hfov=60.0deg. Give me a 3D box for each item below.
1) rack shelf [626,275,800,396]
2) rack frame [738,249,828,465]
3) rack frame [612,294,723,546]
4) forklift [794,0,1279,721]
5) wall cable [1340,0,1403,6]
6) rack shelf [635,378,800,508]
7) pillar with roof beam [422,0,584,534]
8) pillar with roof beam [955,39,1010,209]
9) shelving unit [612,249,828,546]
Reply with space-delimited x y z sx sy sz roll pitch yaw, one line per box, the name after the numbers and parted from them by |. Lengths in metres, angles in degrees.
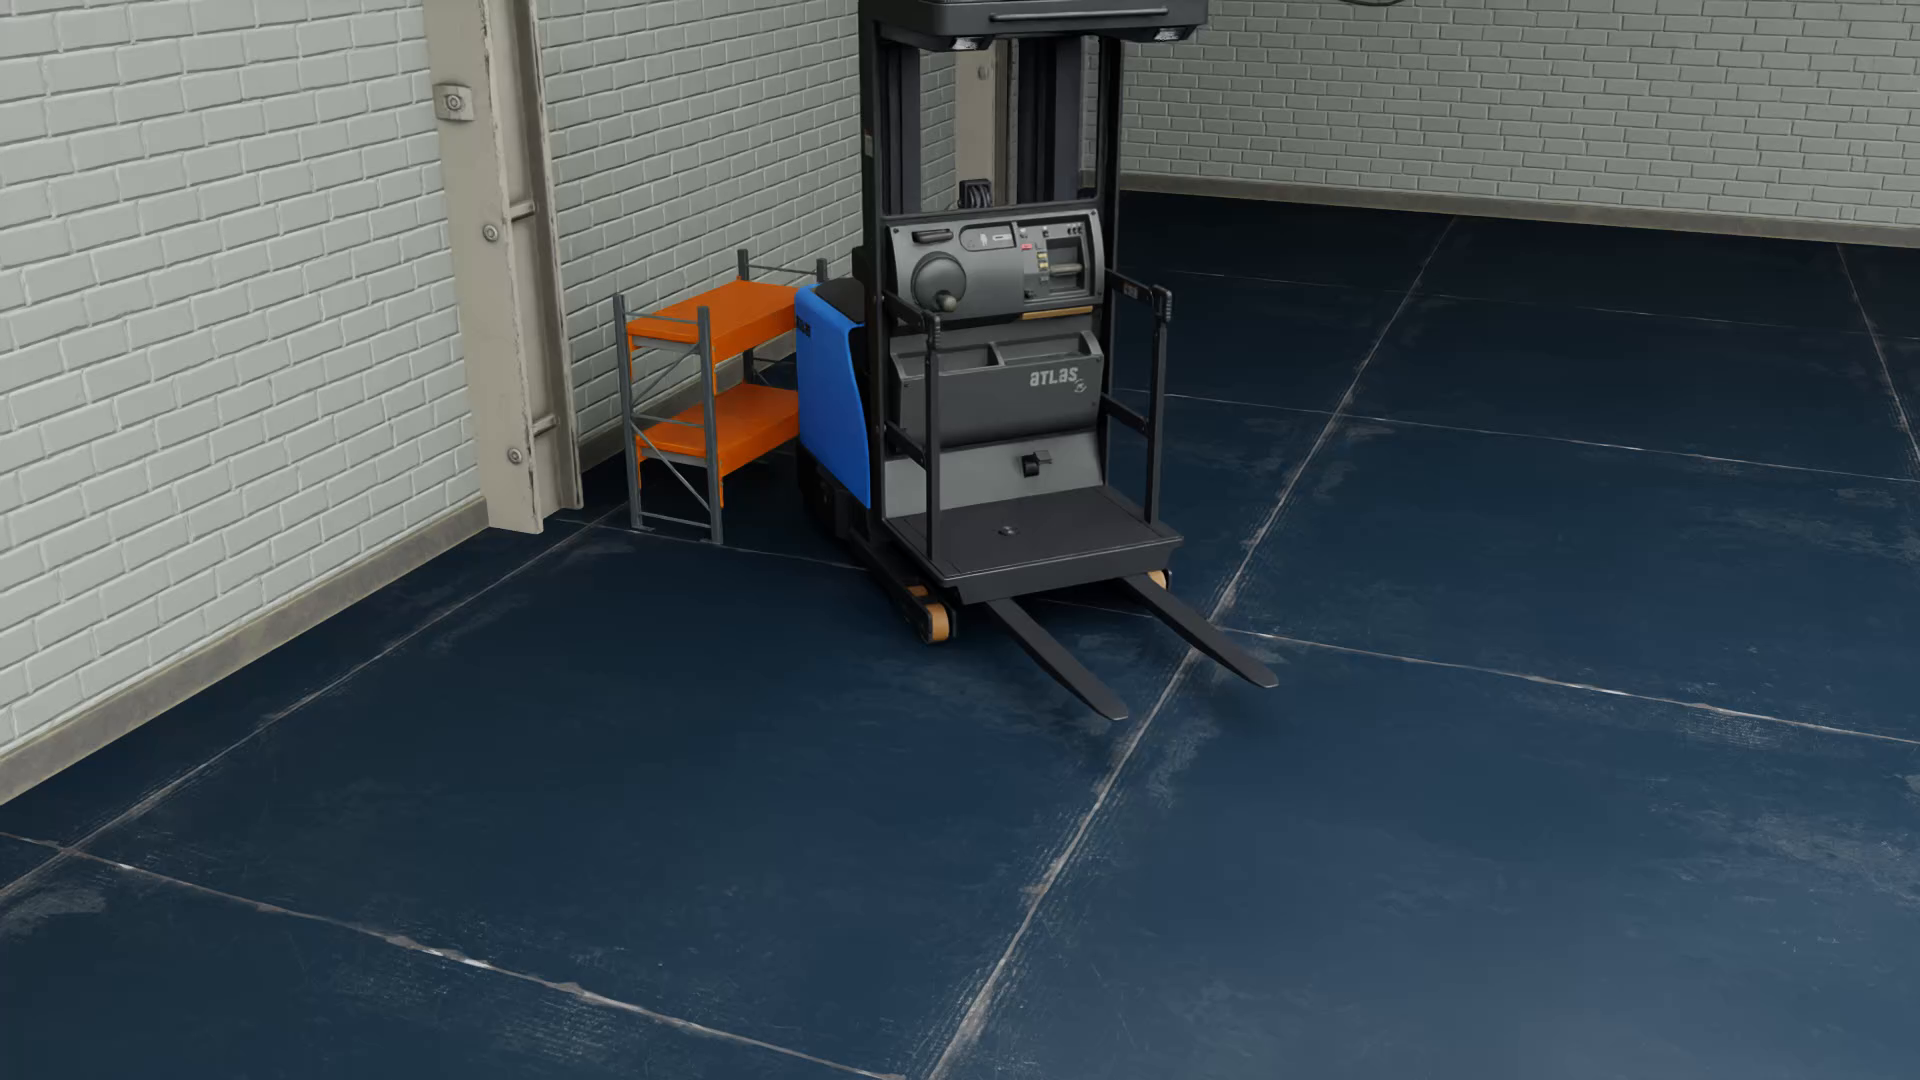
-1.105 -0.987 7.895 0.538 0.278 1.000 11 25 24 | rack shelf
-0.880 -0.893 8.428 0.500 1.125 0.032 11 25 24 | rack frame
-1.329 -0.541 7.586 0.500 1.125 0.032 11 25 24 | rack frame
0.244 -1.117 6.621 1.130 2.935 3.031 -9 24 -21 | forklift
2.496 -5.851 14.110 3.097 2.526 0.112 9 24 20 | wall cable
-1.105 -0.491 8.102 0.538 0.278 1.000 11 25 24 | rack shelf
1.942 -3.655 4.825 9.100 9.000 0.400 9 24 20 | pillar with roof beam
4.171 -5.802 9.965 9.100 9.000 0.400 9 24 20 | pillar with roof beam
-1.105 -0.717 8.007 0.538 1.125 1.048 11 25 24 | shelving unit
